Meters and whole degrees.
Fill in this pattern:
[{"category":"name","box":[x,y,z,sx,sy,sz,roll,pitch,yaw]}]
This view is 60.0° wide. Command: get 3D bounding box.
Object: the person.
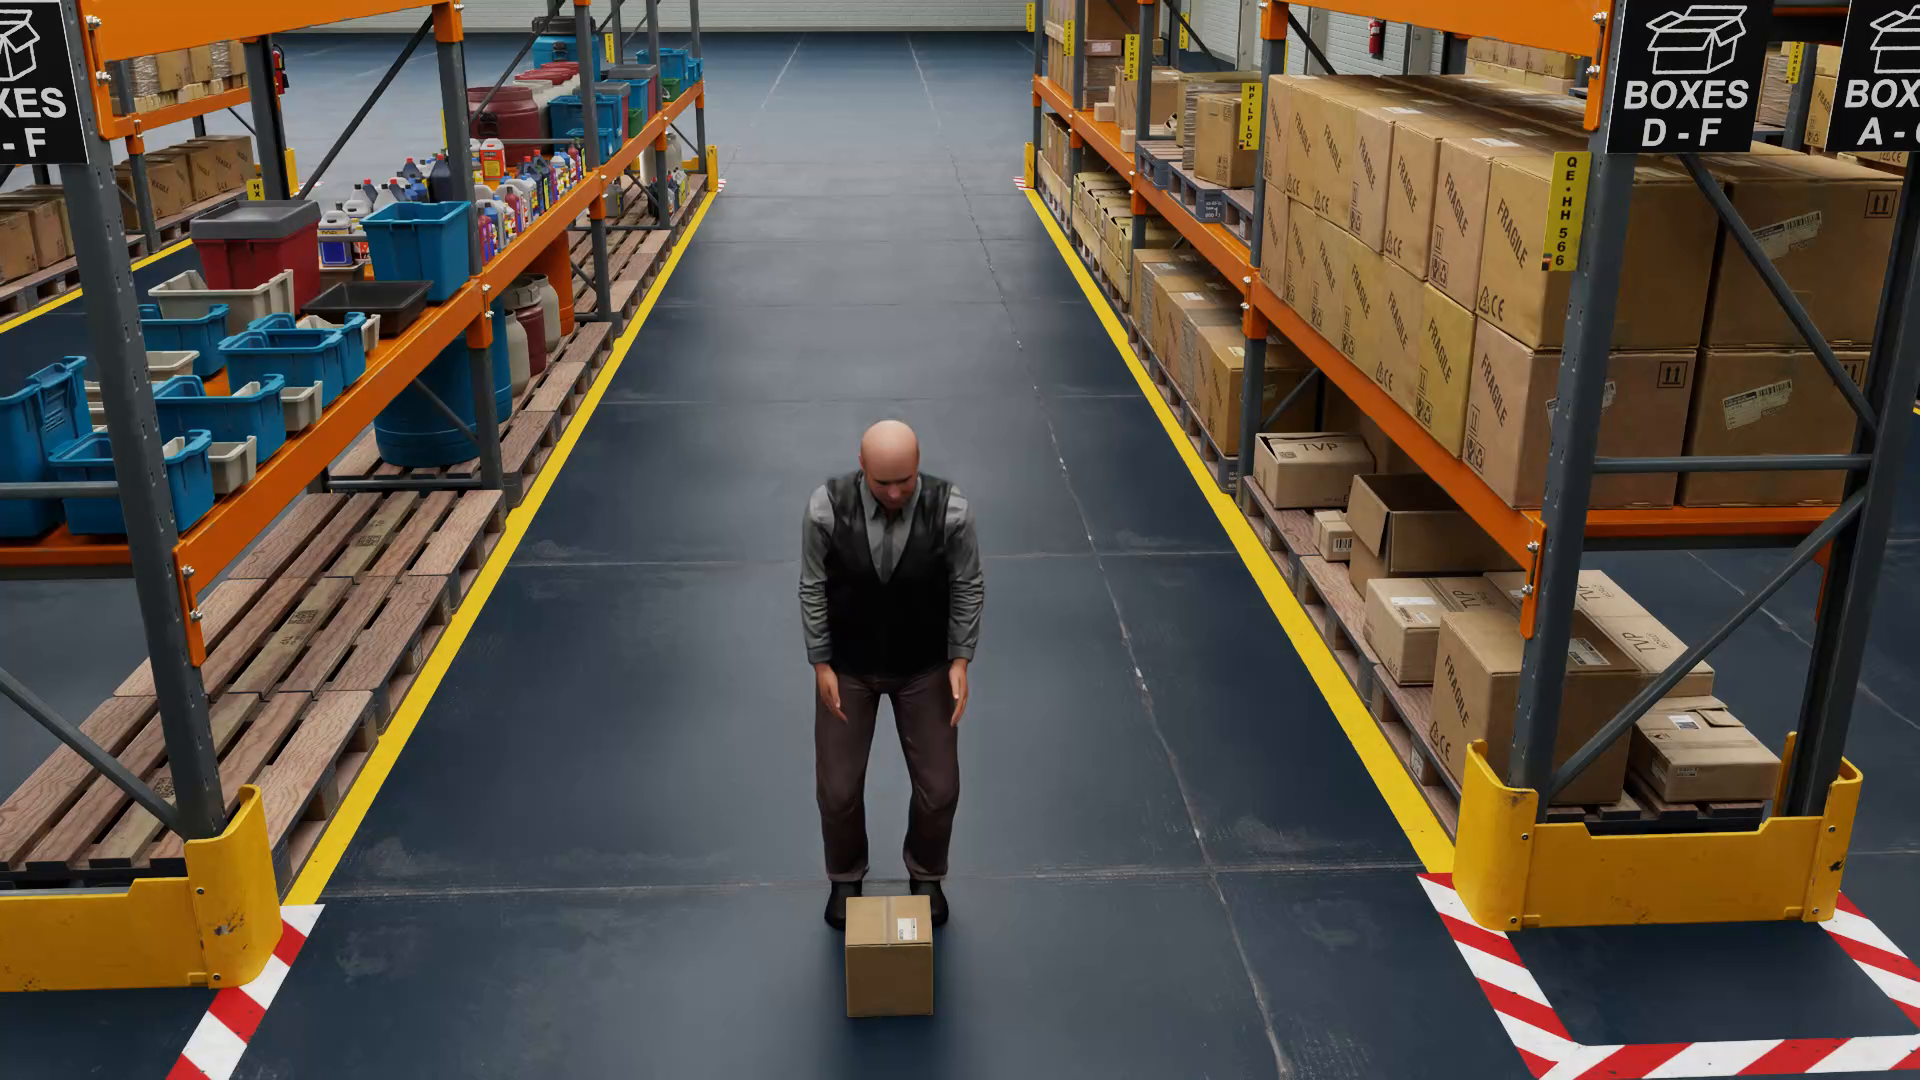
[{"category":"person","box":[-0.206,0.402,5.130,0.563,1.656,0.447,-1,20,-2]}]
